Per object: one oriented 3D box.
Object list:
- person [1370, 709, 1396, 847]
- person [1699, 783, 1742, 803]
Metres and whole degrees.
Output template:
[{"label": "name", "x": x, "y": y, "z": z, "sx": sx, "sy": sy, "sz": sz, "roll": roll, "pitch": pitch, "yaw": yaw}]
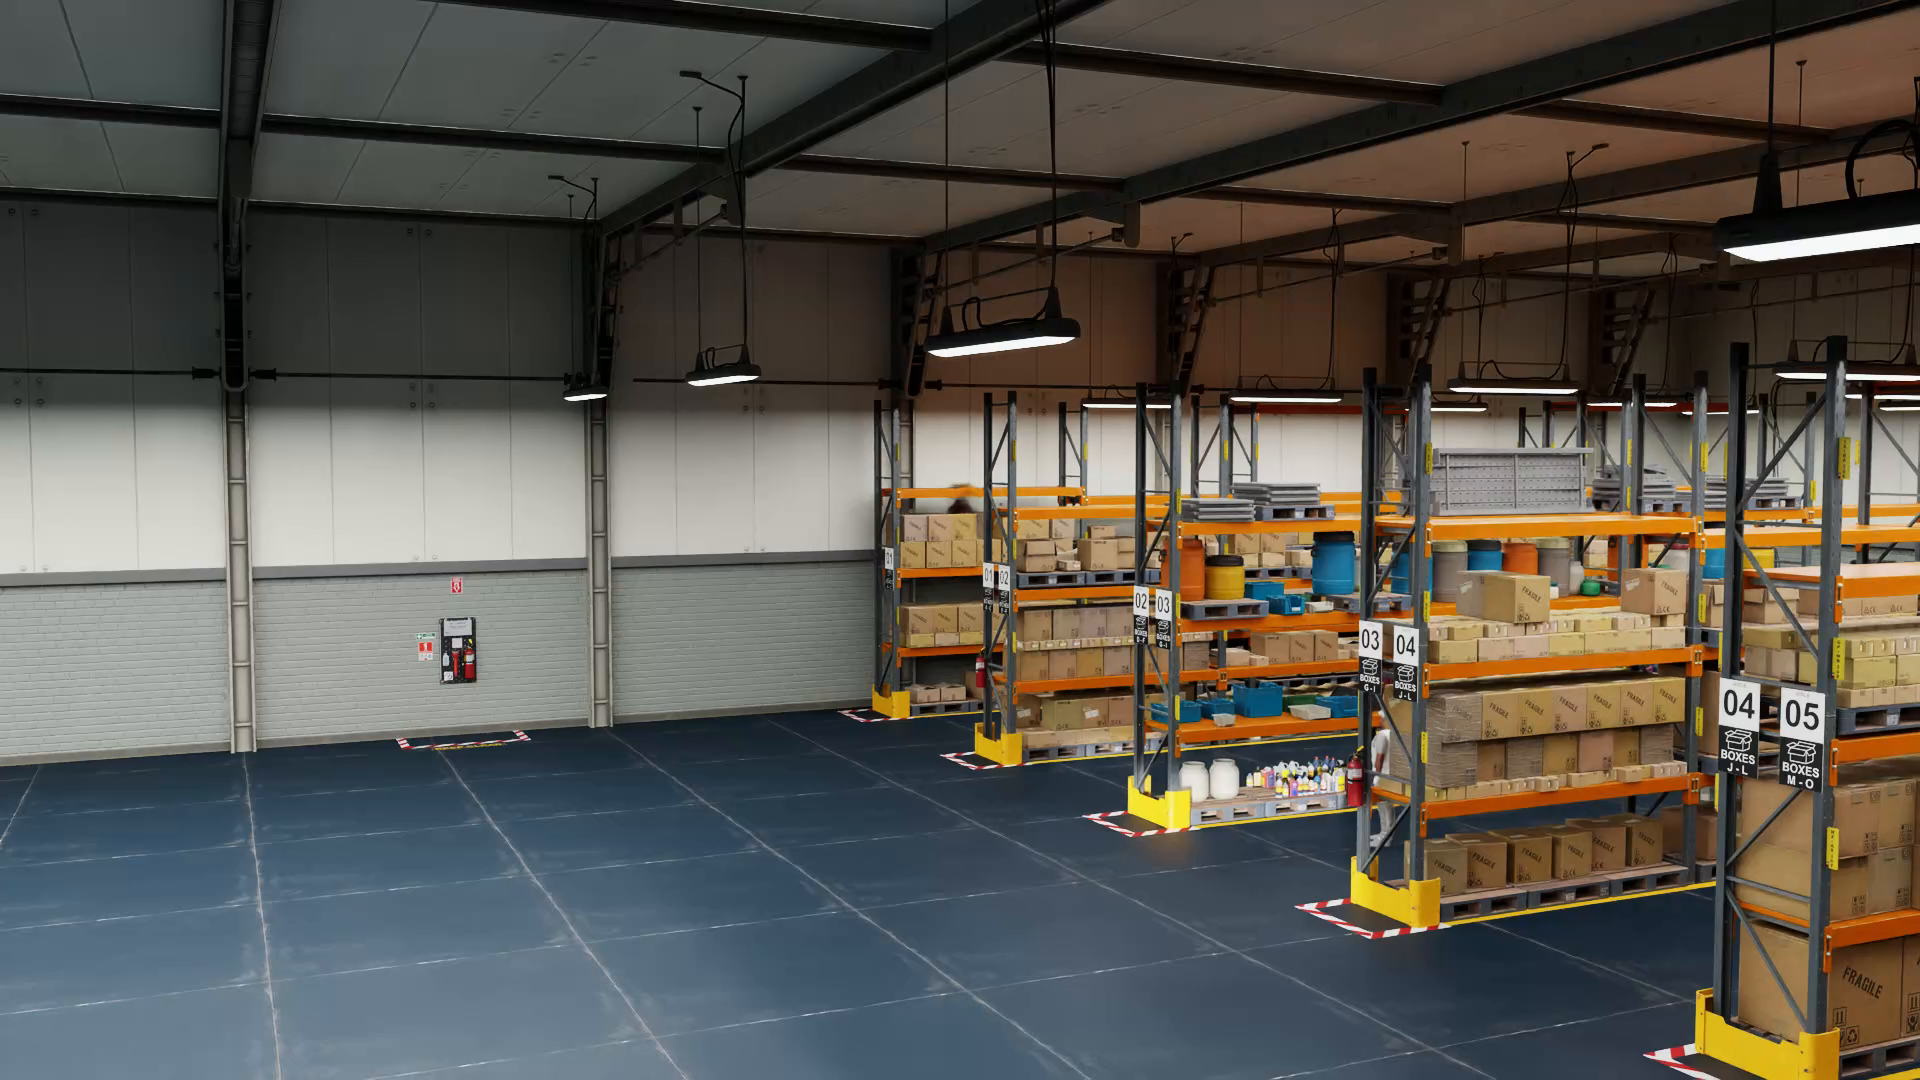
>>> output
[{"label": "person", "x": 5.467, "y": 3.017, "z": 21.370, "sx": 0.414, "sy": 1.792, "sz": 0.604, "roll": 1, "pitch": 4, "yaw": 23}, {"label": "person", "x": 10.413, "y": 3.006, "z": 22.685, "sx": 0.882, "sy": 1.812, "sz": 0.499, "roll": -1, "pitch": 4, "yaw": -24}]
